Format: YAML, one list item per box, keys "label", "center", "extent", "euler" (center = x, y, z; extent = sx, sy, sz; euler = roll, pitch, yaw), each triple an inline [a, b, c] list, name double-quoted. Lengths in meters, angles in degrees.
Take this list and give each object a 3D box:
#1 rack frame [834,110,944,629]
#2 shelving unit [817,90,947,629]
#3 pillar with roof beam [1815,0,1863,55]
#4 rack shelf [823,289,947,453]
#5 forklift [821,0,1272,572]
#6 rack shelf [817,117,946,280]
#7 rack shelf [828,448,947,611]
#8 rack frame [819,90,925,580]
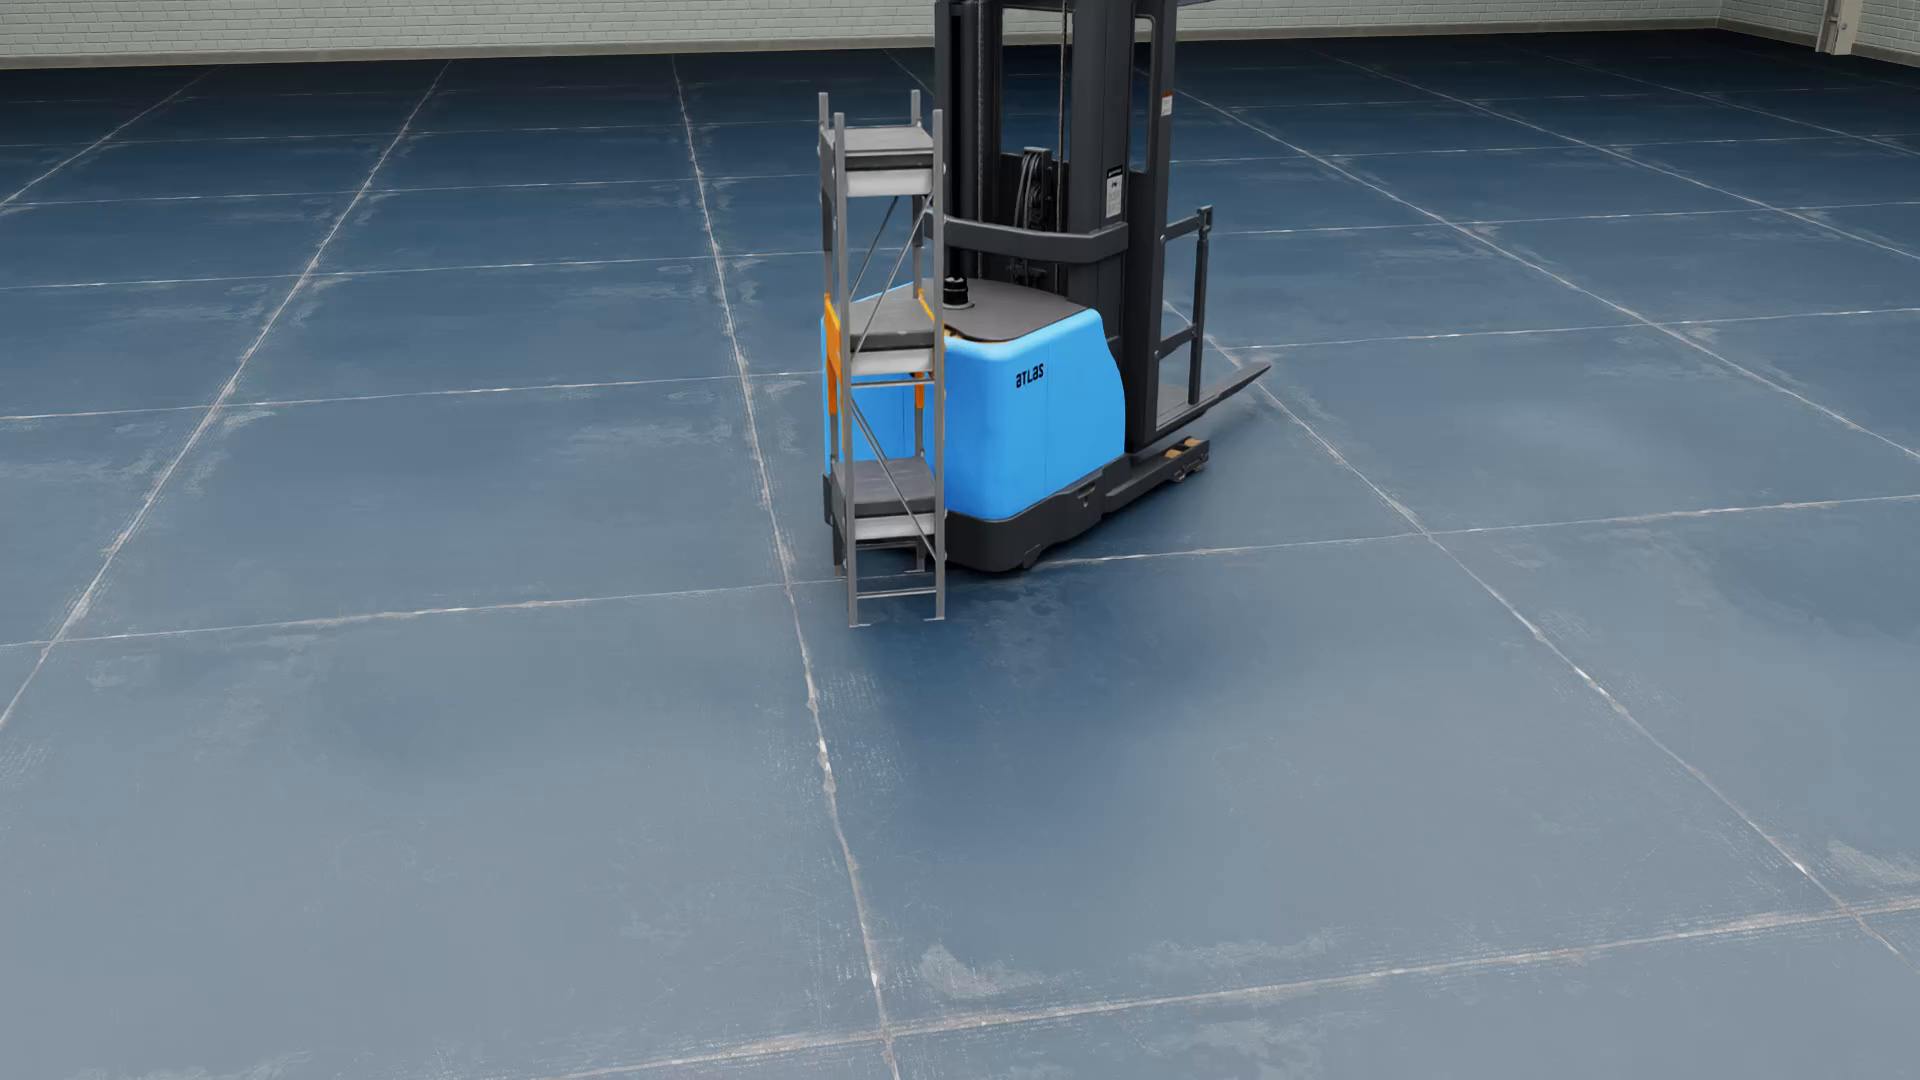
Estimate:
- label: "rack frame"
  center: [-0.263, -0.610, 6.523]
  extent: [0.400, 2.100, 0.015]
  euler: [-4, 24, -10]
- label: "shelving unit"
  center: [-0.309, -0.706, 6.743]
  extent: [0.431, 2.100, 0.503]
  euler: [-4, 24, -10]
- label: "pillar with roof beam"
  center: [8.145, -10.710, 21.029]
  extent: [9.100, 9.000, 0.400]
  euler: [-4, 24, -10]
- label: "rack shelf"
  center: [-0.309, -0.693, 6.748]
  extent: [0.431, 0.518, 0.480]
  euler: [-4, 24, -10]
- label: "forklift"
  center: [0.630, -1.735, 8.061]
  extent: [1.130, 2.935, 3.031]
  euler: [16, 28, 32]
- label: "rack shelf"
  center: [-0.309, -1.335, 6.468]
  extent: [0.431, 0.518, 0.480]
  euler: [-4, 24, -10]
- label: "rack shelf"
  center: [-0.309, -0.052, 7.028]
  extent: [0.431, 0.518, 0.480]
  euler: [-4, 24, -10]
- label: "rack frame"
  center: [-0.356, -0.802, 6.962]
  extent: [0.400, 2.100, 0.015]
  euler: [-4, 24, -10]
